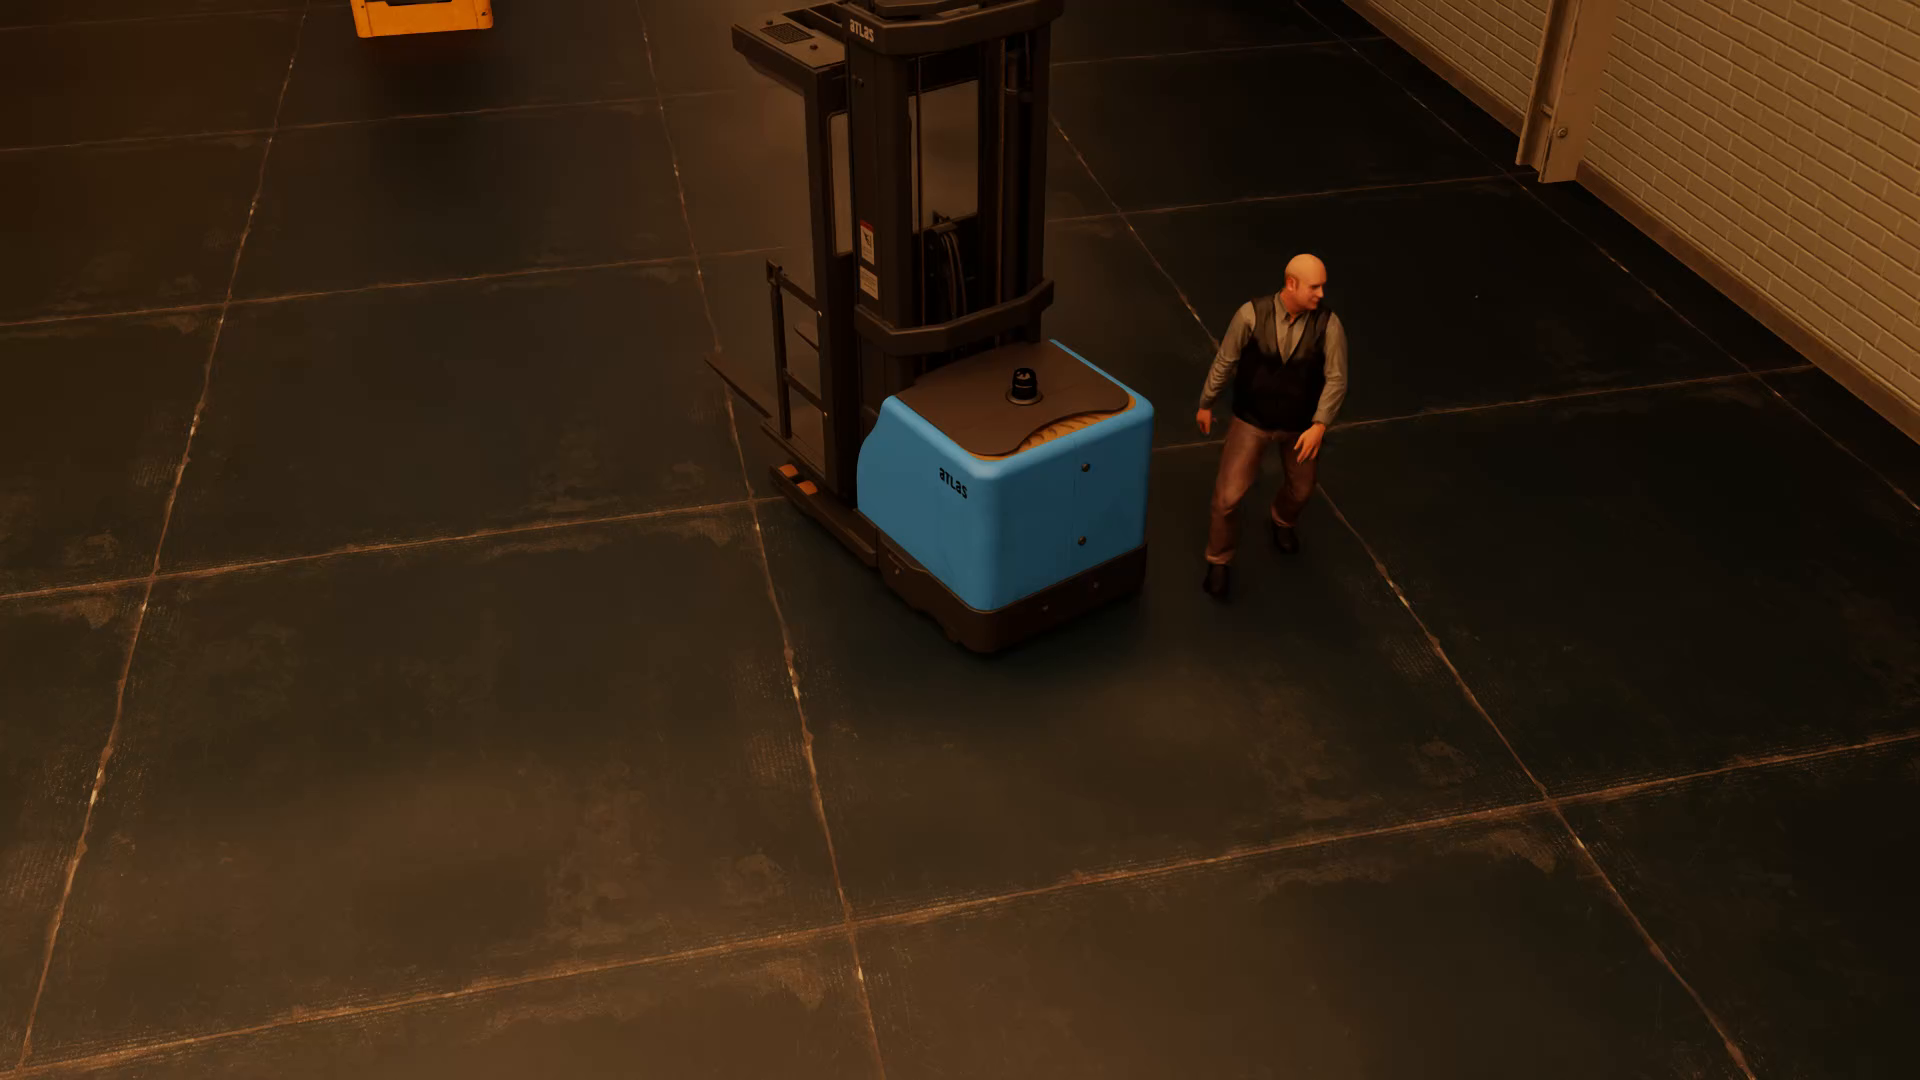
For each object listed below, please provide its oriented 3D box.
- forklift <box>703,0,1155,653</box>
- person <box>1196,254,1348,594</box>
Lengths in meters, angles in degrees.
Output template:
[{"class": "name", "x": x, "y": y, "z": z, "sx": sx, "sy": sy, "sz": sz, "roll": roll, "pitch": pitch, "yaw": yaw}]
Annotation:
[{"class": "forklift", "x": -0.350, "y": -1.480, "z": 8.107, "sx": 1.130, "sy": 2.935, "sz": 3.031, "roll": -22, "pitch": 41, "yaw": -28}, {"class": "person", "x": 1.469, "y": -0.570, "z": 7.943, "sx": 0.662, "sy": 1.659, "sz": 0.718, "roll": 2, "pitch": 36, "yaw": 2}]
